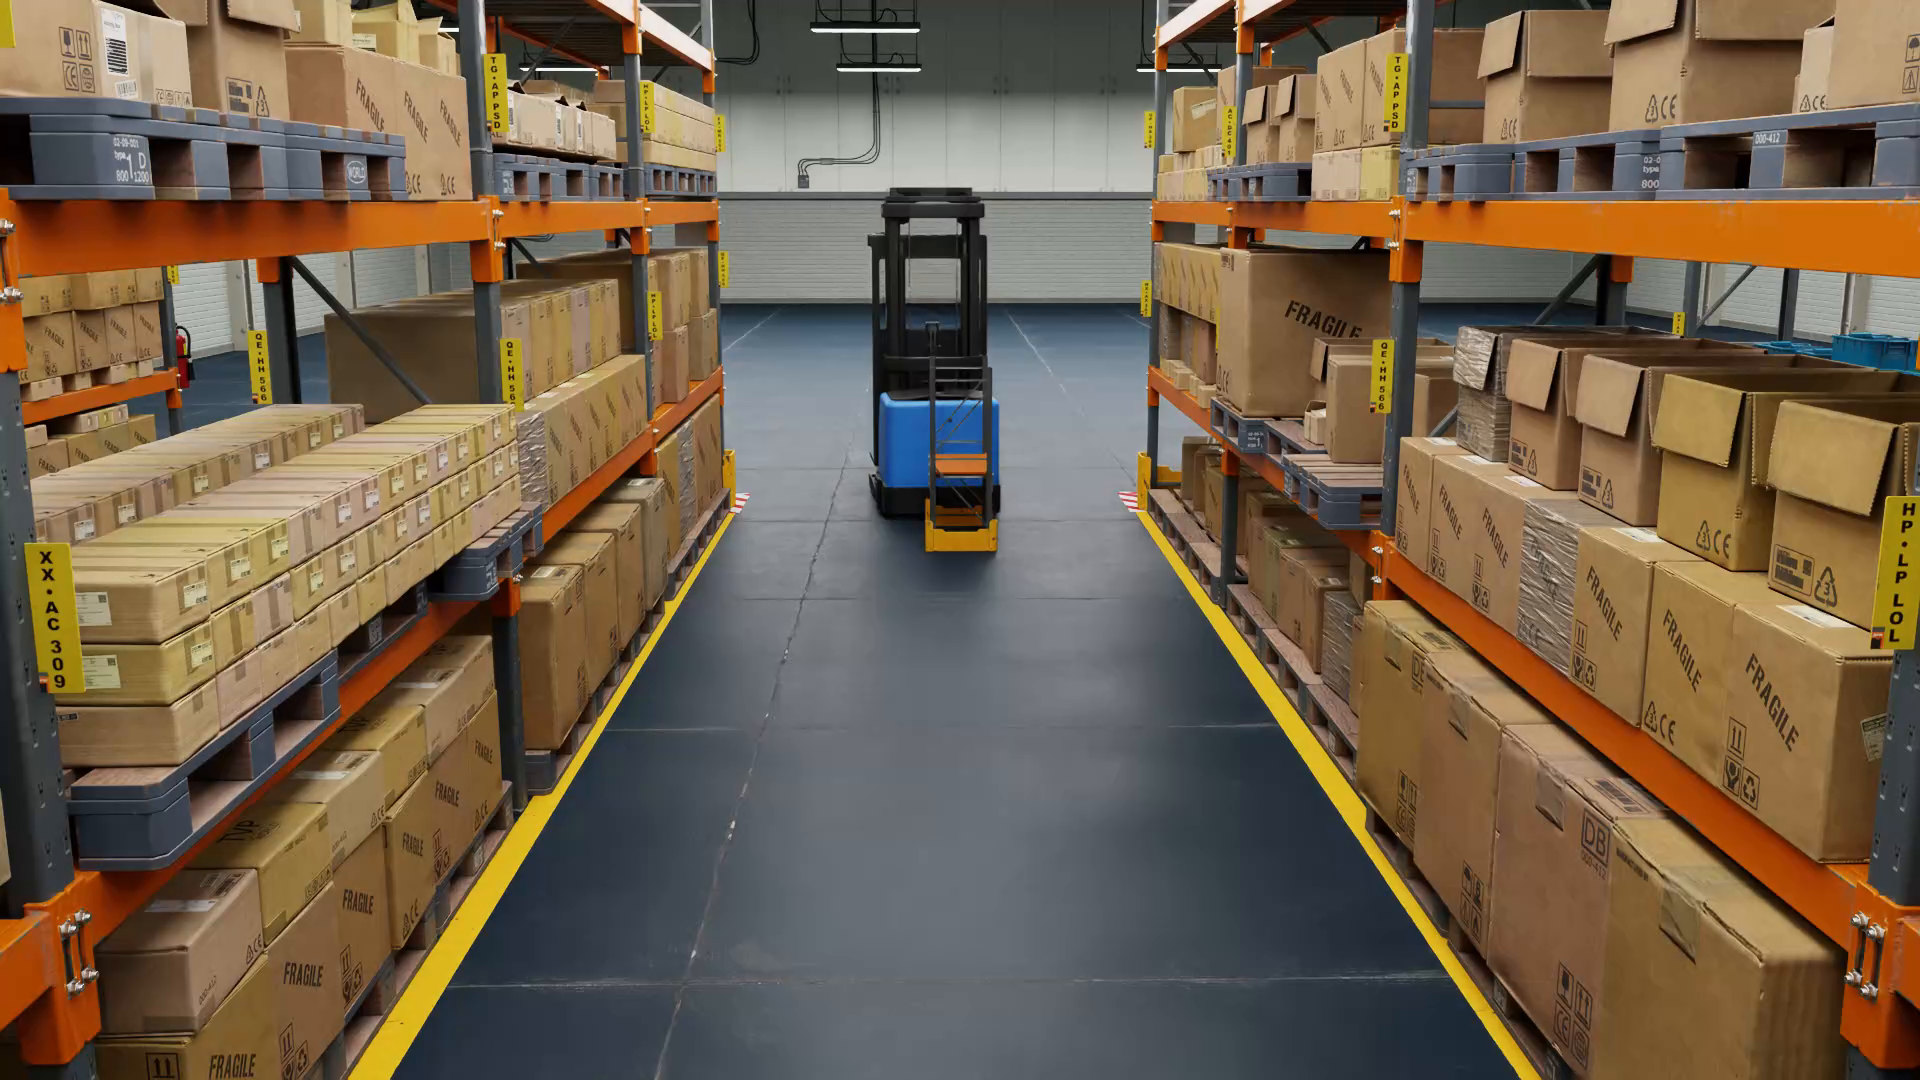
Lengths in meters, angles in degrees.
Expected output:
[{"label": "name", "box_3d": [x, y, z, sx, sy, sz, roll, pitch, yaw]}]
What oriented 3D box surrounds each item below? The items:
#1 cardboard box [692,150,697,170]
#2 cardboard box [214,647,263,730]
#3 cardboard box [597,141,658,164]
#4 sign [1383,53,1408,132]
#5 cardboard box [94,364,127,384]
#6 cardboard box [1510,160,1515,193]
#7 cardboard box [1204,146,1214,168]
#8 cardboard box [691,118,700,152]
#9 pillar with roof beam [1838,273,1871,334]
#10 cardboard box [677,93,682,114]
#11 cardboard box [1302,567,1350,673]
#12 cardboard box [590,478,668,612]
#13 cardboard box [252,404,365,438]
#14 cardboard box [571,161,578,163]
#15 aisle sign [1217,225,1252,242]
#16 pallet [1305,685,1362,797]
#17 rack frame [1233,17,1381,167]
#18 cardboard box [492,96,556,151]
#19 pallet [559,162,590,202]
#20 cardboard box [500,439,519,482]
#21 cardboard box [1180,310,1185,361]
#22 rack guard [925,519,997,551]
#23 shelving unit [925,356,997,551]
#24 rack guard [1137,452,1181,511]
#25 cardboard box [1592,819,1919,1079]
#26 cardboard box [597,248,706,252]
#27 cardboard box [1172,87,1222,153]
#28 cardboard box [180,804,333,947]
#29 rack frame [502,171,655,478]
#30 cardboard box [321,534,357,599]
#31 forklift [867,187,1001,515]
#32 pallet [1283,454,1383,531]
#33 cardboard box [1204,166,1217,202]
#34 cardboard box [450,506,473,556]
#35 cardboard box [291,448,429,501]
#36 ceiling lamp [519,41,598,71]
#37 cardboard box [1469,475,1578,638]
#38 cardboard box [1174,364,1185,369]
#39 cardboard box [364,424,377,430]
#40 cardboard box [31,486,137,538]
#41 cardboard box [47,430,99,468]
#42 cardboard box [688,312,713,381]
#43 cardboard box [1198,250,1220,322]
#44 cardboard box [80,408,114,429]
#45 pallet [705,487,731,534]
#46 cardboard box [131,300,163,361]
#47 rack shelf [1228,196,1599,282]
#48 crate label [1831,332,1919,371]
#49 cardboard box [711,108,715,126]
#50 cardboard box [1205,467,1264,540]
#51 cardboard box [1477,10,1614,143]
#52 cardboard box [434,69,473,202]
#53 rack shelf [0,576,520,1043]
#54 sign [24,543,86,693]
[{"label": "cardboard box", "box_3d": [-2.336, -3.075, 13.454, 0.380, 0.149, 0.250, 0, 11, -1]}, {"label": "cardboard box", "box_3d": [-2.020, 0.376, 4.235, 0.380, 0.149, 0.250, 0, 11, 0]}, {"label": "cardboard box", "box_3d": [-2.293, -2.671, 11.462, 0.380, 0.149, 0.250, 0, 11, -2]}, {"label": "sign", "box_3d": [1.876, -1.923, 7.147, 0.100, 0.325, 0.005, 0, 11, -1]}, {"label": "cardboard box", "box_3d": [-7.298, -1.402, 14.057, 0.380, 0.149, 0.250, 0, 11, 0]}, {"label": "cardboard box", "box_3d": [2.663, -1.692, 7.688, 0.500, 0.250, 0.500, 0, 11, 0]}, {"label": "cardboard box", "box_3d": [2.003, -2.809, 12.192, 0.380, 0.149, 0.250, -1, 11, -3]}, {"label": "cardboard box", "box_3d": [-2.399, -3.293, 13.522, 0.500, 0.250, 0.500, 0, 11, -1]}, {"label": "pillar with roof beam", "box_3d": [13.313, -8.217, 31.930, 9.100, 9.000, 0.548, 0, 11, -1]}, {"label": "cardboard box", "box_3d": [-2.321, -3.315, 12.630, 0.380, 0.149, 0.250, 0, 11, -1]}, {"label": "cardboard box", "box_3d": [2.342, 0.452, 9.465, 0.700, 0.500, 0.500, 1, 11, 4]}, {"label": "cardboard box", "box_3d": [-2.523, 0.024, 10.999, 1.050, 0.750, 0.750, 0, 11, -1]}, {"label": "cardboard box", "box_3d": [-2.727, -0.481, 6.967, 0.380, 0.149, 0.250, 0, 11, -1]}, {"label": "cardboard box", "box_3d": [-2.965, -2.770, 11.949, 0.380, 0.149, 0.250, 0, 11, 0]}, {"label": "aisle sign", "box_3d": [2.552, -3.079, 15.153, 0.394, 0.787, 0.004, 0, 11, -1]}, {"label": "pallet", "box_3d": [2.404, 1.010, 8.549, 1.003, 0.211, 1.213, 0, 11, -1]}, {"label": "rack frame", "box_3d": [2.336, -3.936, 10.828, 1.000, 3.000, 0.127, 0, 11, -1]}, {"label": "cardboard box", "box_3d": [-2.348, -2.096, 8.374, 0.500, 0.250, 0.500, 0, 11, 0]}, {"label": "pallet", "box_3d": [-2.635, -1.928, 8.950, 1.003, 0.211, 1.213, 0, 11, 1]}, {"label": "cardboard box", "box_3d": [-2.077, -0.333, 6.983, 0.380, 0.149, 0.250, 0, 11, 0]}, {"label": "cardboard box", "box_3d": [2.367, -1.778, 14.278, 0.875, 0.500, 0.500, 0, 11, -1]}, {"label": "rack guard", "box_3d": [0.009, -0.039, 13.621, 0.587, 0.250, 0.087, 0, 11, -1]}, {"label": "shelving unit", "box_3d": [-0.002, -0.750, 13.985, 0.587, 1.500, 1.083, 0, 11, -1]}, {"label": "rack guard", "box_3d": [2.255, -0.551, 15.518, 1.175, 0.500, 0.348, 0, 11, -1]}, {"label": "cardboard box", "box_3d": [2.468, 1.302, 4.382, 1.225, 0.875, 0.875, 0, 11, -1]}, {"label": "cardboard box", "box_3d": [-2.739, -2.320, 14.856, 0.875, 0.550, 0.550, 0, 11, -1]}, {"label": "cardboard box", "box_3d": [2.014, -3.405, 13.497, 0.500, 0.500, 0.500, 0, 11, -1]}, {"label": "cardboard box", "box_3d": [-2.225, 0.992, 4.968, 0.500, 0.250, 0.500, 0, 11, 0]}, {"label": "rack frame", "box_3d": [-2.625, -0.996, 11.423, 1.000, 3.000, 0.127, 0, 11, -1]}, {"label": "cardboard box", "box_3d": [-2.035, 0.078, 4.960, 0.380, 0.149, 0.250, 0, 11, 1]}, {"label": "forklift", "box_3d": [-0.315, -1.904, 16.072, 1.130, 2.935, 3.031, -1, 12, -6]}, {"label": "pallet", "box_3d": [2.297, -0.248, 8.221, 1.213, 0.211, 1.003, 0, 11, -1]}, {"label": "cardboard box", "box_3d": [2.065, -2.586, 12.095, 0.500, 0.250, 0.500, 0, 11, 0]}, {"label": "cardboard box", "box_3d": [-2.062, -0.037, 6.274, 0.380, 0.149, 0.250, 0, 11, -2]}, {"label": "cardboard box", "box_3d": [-2.050, -0.222, 5.690, 0.380, 0.149, 0.250, 0, 11, 2]}, {"label": "ceiling lamp", "box_3d": [-9.296, -12.603, 38.867, 2.000, 3.185, 0.800, 0, 11, -1]}, {"label": "cardboard box", "box_3d": [2.183, 0.052, 6.007, 0.500, 0.500, 0.500, 0, 11, -2]}, {"label": "cardboard box", "box_3d": [2.021, -1.412, 14.105, 0.380, 0.149, 0.250, 0, 11, -1]}, {"label": "cardboard box", "box_3d": [-2.820, -0.338, 7.930, 0.500, 0.500, 0.500, 0, 11, -1]}, {"label": "cardboard box", "box_3d": [-2.680, -0.065, 4.913, 0.380, 0.149, 0.250, -1, 11, -3]}, {"label": "cardboard box", "box_3d": [-7.360, -0.614, 13.515, 0.500, 0.500, 0.500, -1, 11, -2]}, {"label": "cardboard box", "box_3d": [-2.622, -1.682, 14.427, 0.875, 0.550, 0.550, 0, 11, -1]}, {"label": "cardboard box", "box_3d": [2.040, -1.869, 12.211, 0.500, 0.500, 0.500, 0, 11, -1]}, {"label": "cardboard box", "box_3d": [-7.301, -1.013, 13.852, 0.380, 0.149, 0.250, 0, 11, 0]}, {"label": "pallet", "box_3d": [-2.613, -0.266, 14.838, 1.003, 0.211, 1.213, 0, 11, -1]}, {"label": "cardboard box", "box_3d": [-7.368, -1.839, 14.578, 0.500, 0.500, 0.500, 0, 11, -2]}, {"label": "rack shelf", "box_3d": [2.377, -1.716, 9.239, 1.077, 0.370, 4.000, 0, 11, -1]}, {"label": "crate label", "box_3d": [7.513, -1.464, 13.643, 0.502, 0.435, 0.616, 0, 11, -1]}, {"label": "cardboard box", "box_3d": [-2.362, -3.718, 14.615, 0.380, 0.149, 0.250, 0, 11, -1]}, {"label": "cardboard box", "box_3d": [2.257, -0.293, 13.192, 0.500, 0.500, 0.500, -1, 12, -6]}, {"label": "cardboard box", "box_3d": [2.503, -1.807, 6.559, 0.797, 0.503, 0.637, 0, 11, 2]}, {"label": "cardboard box", "box_3d": [-2.277, -1.607, 6.642, 0.500, 0.500, 0.500, 0, 11, -1]}, {"label": "rack shelf", "box_3d": [-2.501, 0.549, 5.616, 1.077, 0.370, 4.000, 0, 11, -1]}, {"label": "sign", "box_3d": [-1.918, 0.166, 3.517, 0.100, 0.325, 0.005, 0, 11, -1]}]
